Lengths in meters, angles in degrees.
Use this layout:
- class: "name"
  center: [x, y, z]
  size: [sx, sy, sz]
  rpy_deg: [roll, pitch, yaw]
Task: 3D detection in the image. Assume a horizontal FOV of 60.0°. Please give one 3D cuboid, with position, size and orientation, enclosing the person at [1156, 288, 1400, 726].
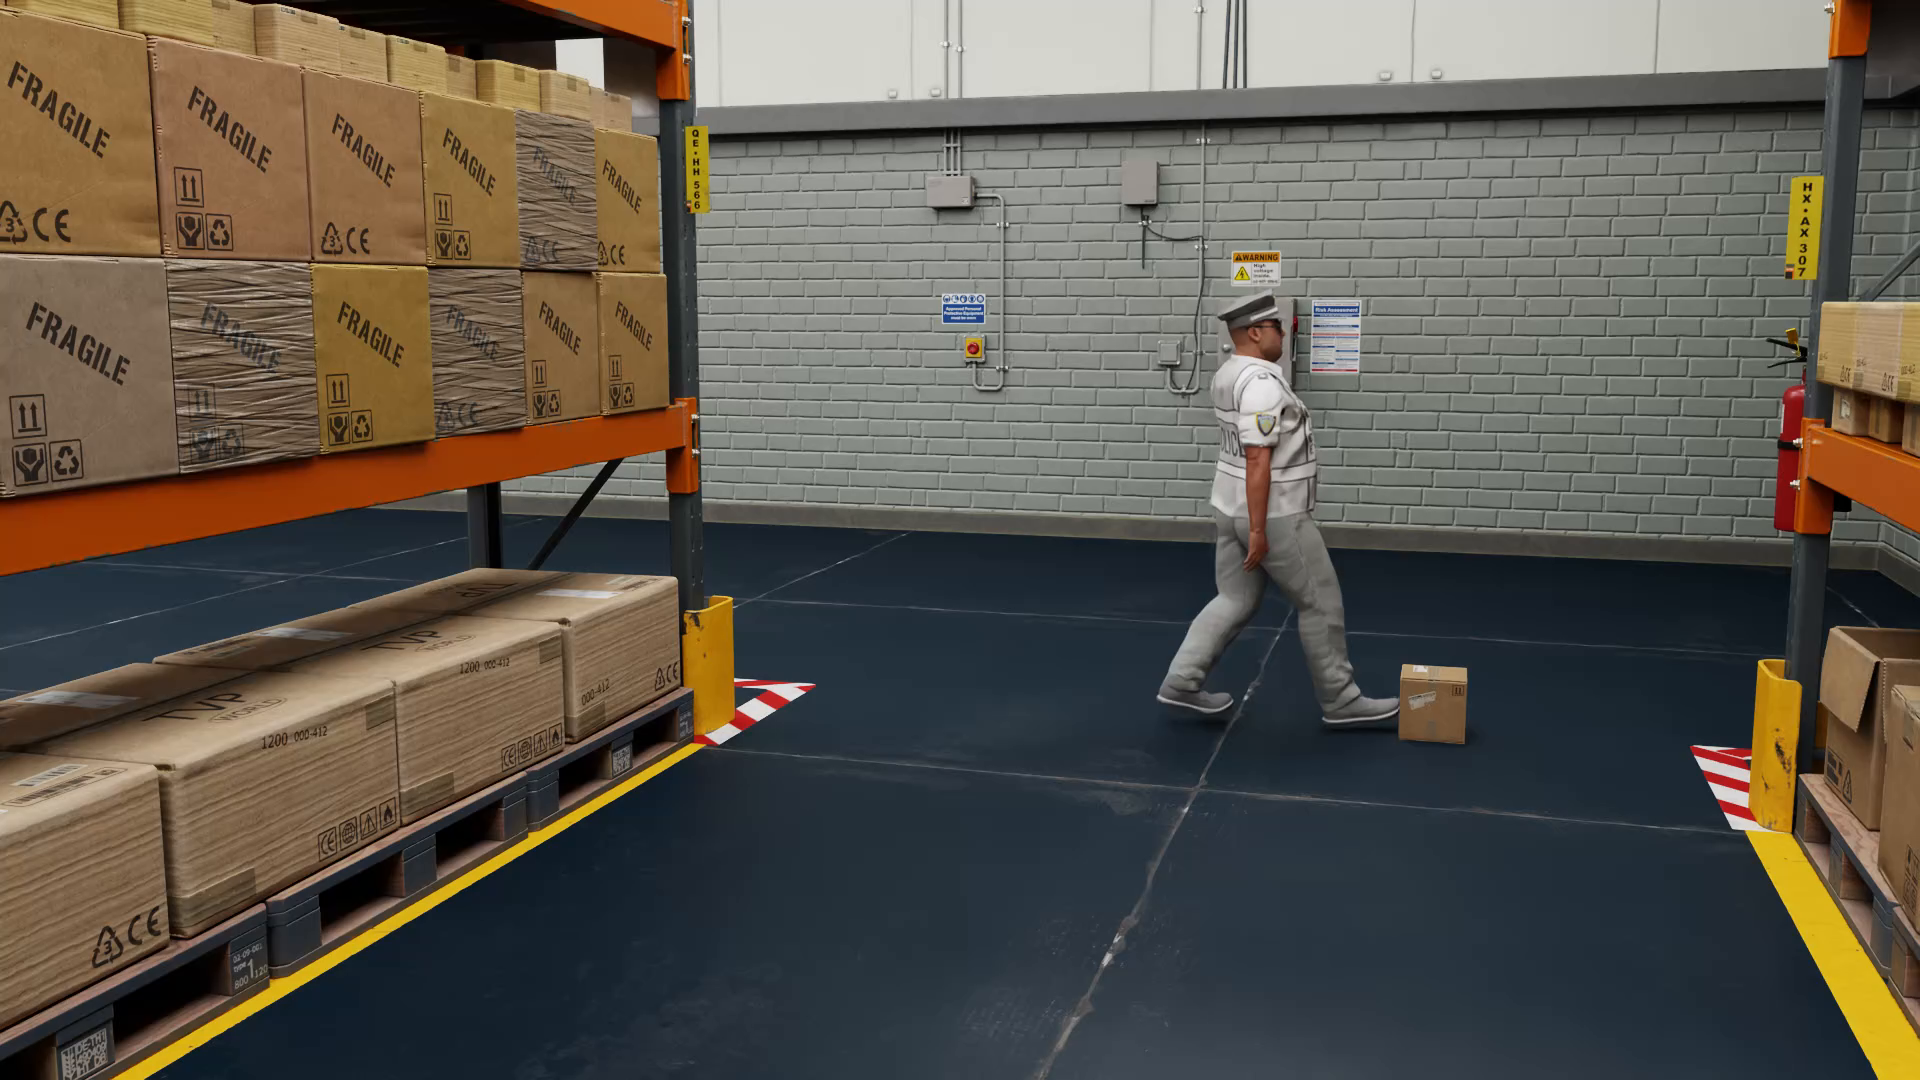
- class: "person"
  center: [1.279, -0.132, 6.620]
  size: [0.937, 1.728, 0.537]
  rpy_deg: [-2, 9, -14]
